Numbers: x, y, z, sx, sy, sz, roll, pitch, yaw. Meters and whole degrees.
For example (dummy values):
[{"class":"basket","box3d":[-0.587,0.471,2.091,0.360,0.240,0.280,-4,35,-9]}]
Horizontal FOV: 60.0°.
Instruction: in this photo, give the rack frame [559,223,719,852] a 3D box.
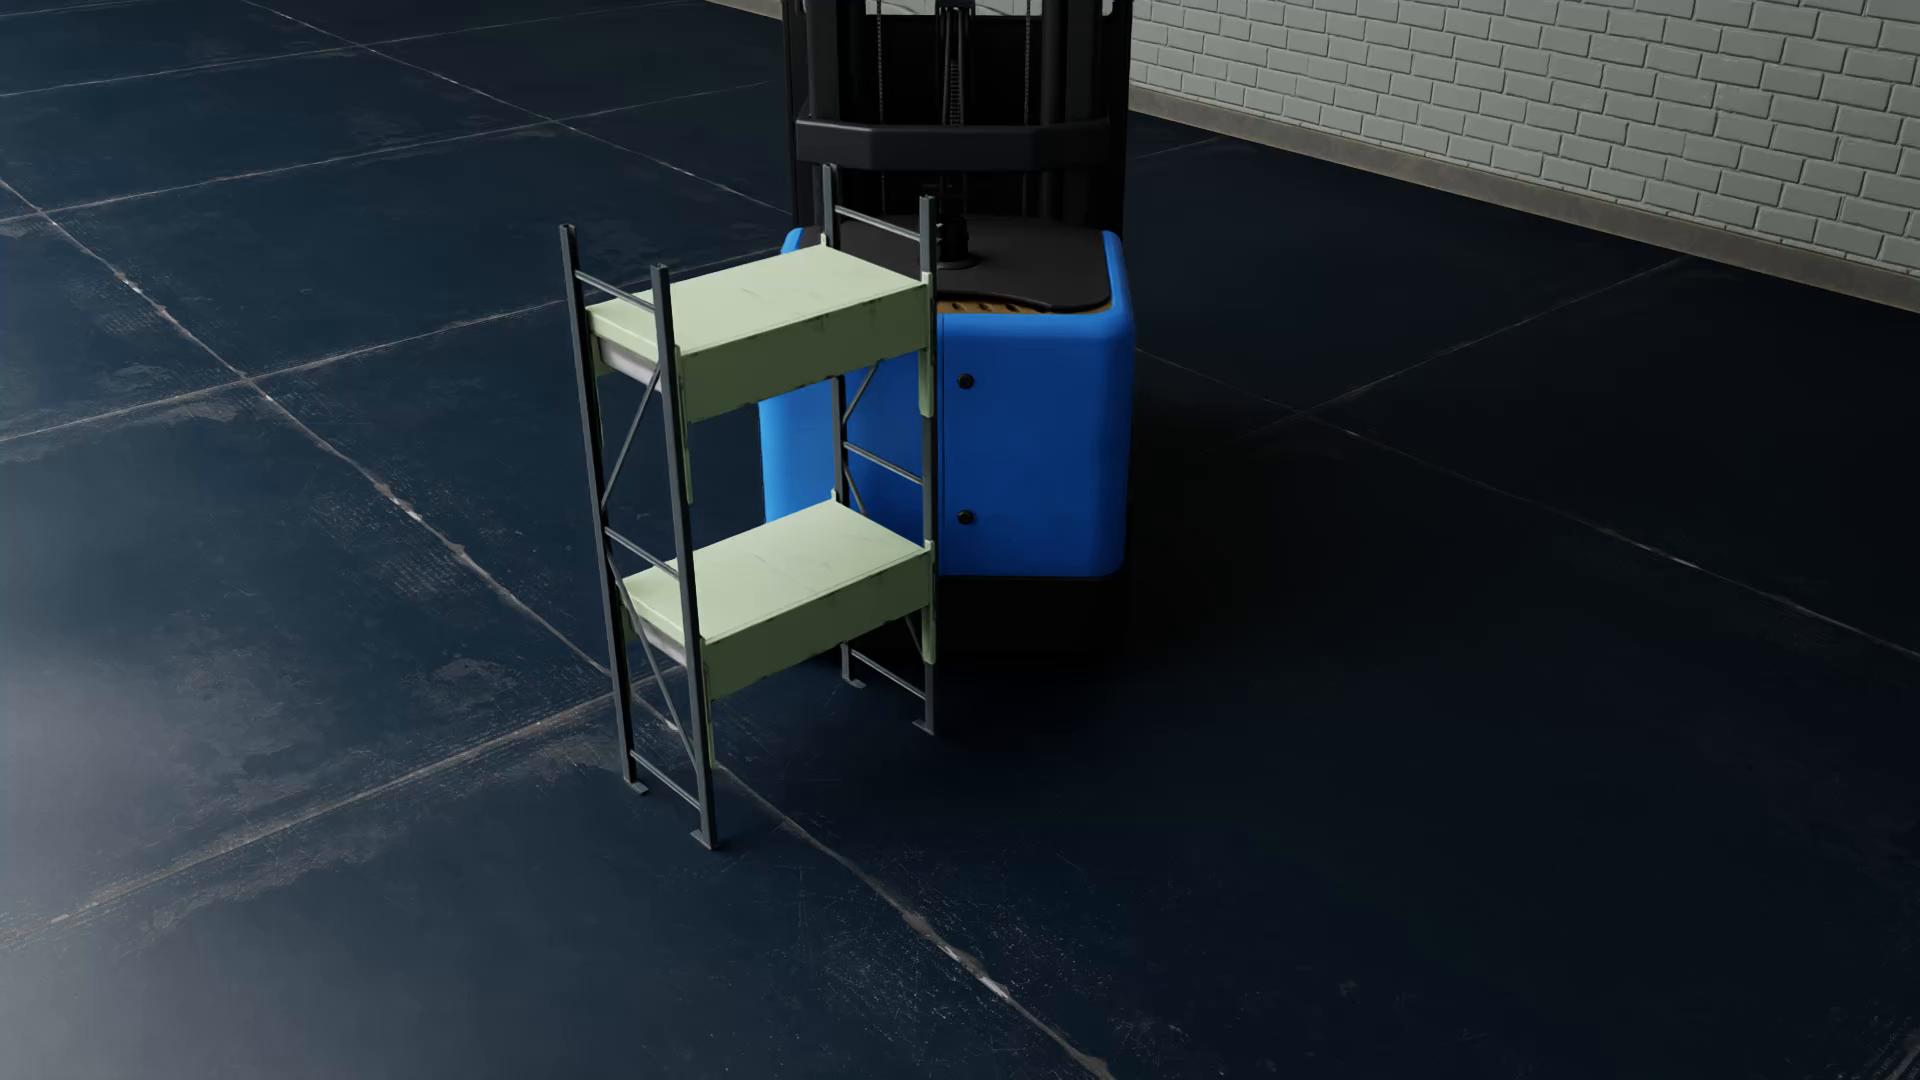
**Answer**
[{"class":"rack frame","box3d":[-0.740,0.035,3.888,0.023,1.500,0.400,-23,36,-36]}]

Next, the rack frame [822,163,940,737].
[{"class":"rack frame","box3d":[-0.197,-0.196,4.321,0.023,1.500,0.400,-23,36,-36]}]

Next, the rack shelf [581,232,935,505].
[{"class":"rack shelf","box3d":[-0.469,-0.425,3.921,0.720,0.370,0.431,-23,36,-36]}]

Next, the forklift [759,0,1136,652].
[{"class":"forklift","box3d":[-0.002,-1.625,5.476,1.130,2.935,3.031,1,28,1]}]

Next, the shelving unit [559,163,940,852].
[{"class":"shelving unit","box3d":[-0.469,-0.081,4.105,0.755,1.500,0.431,-23,36,-36]}]

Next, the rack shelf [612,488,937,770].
[{"class":"rack shelf","box3d":[-0.469,0.207,4.258,0.720,0.370,0.431,-23,36,-36]}]
